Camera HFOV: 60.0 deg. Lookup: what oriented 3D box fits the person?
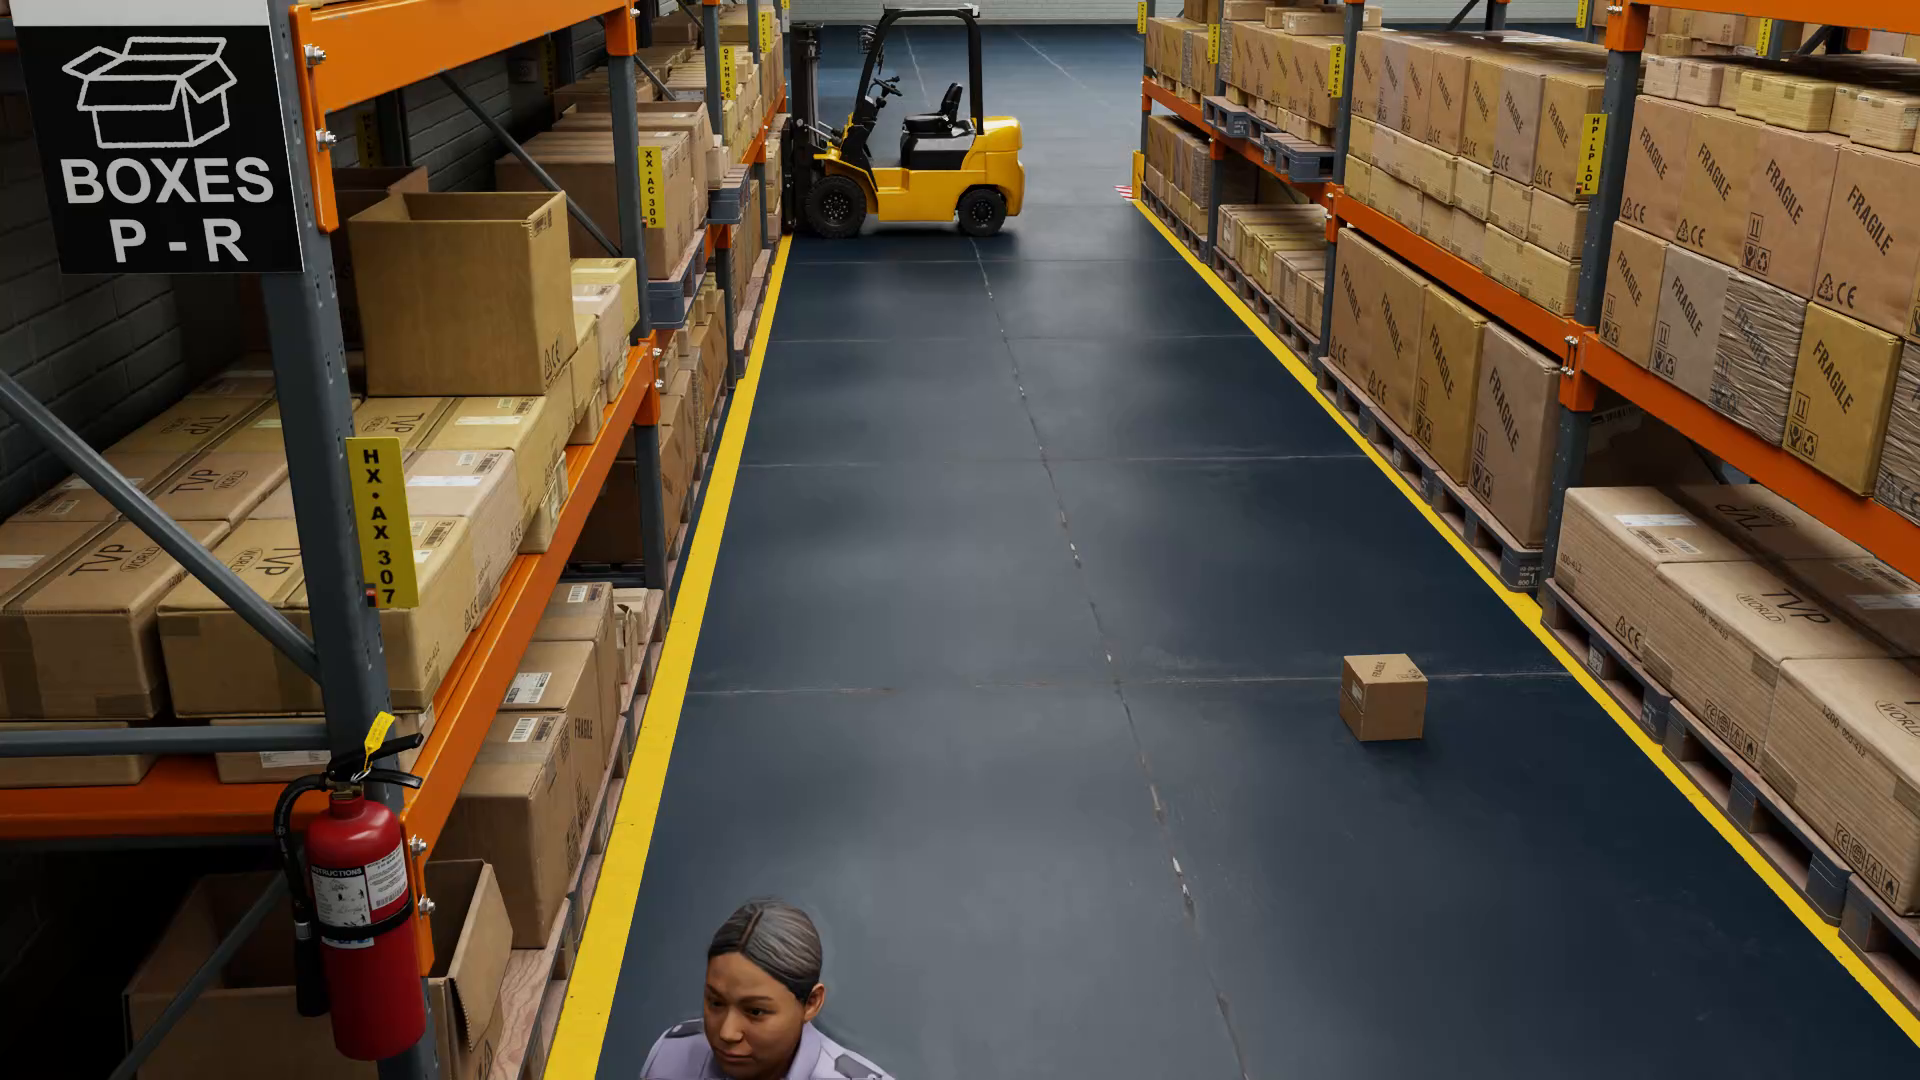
[{"bbox_3d":[-0.333,1.298,2.640,0.490,1.598,0.996,10,23,25],"label":"person"}]
